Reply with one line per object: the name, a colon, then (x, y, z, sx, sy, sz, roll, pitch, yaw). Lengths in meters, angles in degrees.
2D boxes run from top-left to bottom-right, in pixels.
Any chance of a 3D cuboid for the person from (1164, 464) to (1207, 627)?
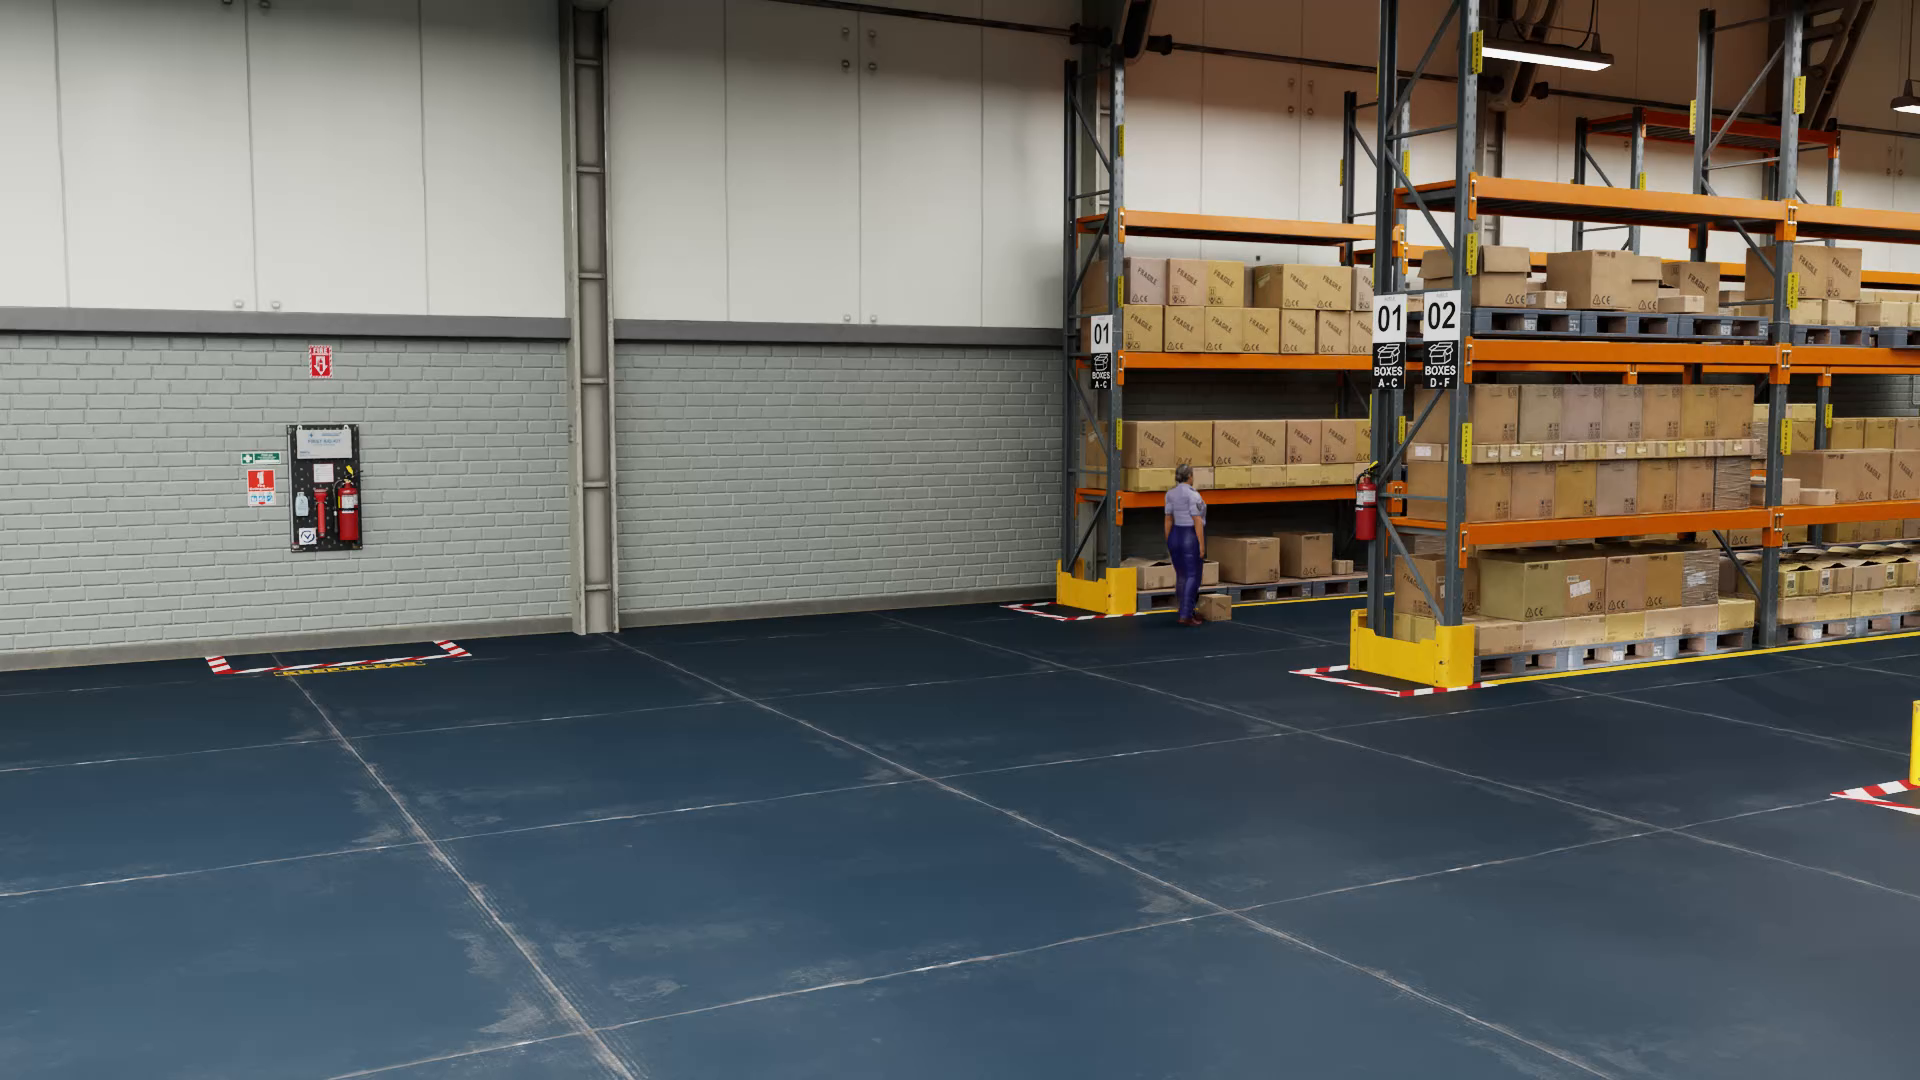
person: (2.370, 0.052, 17.114, 0.579, 1.653, 0.489, -4, 6, -36)
